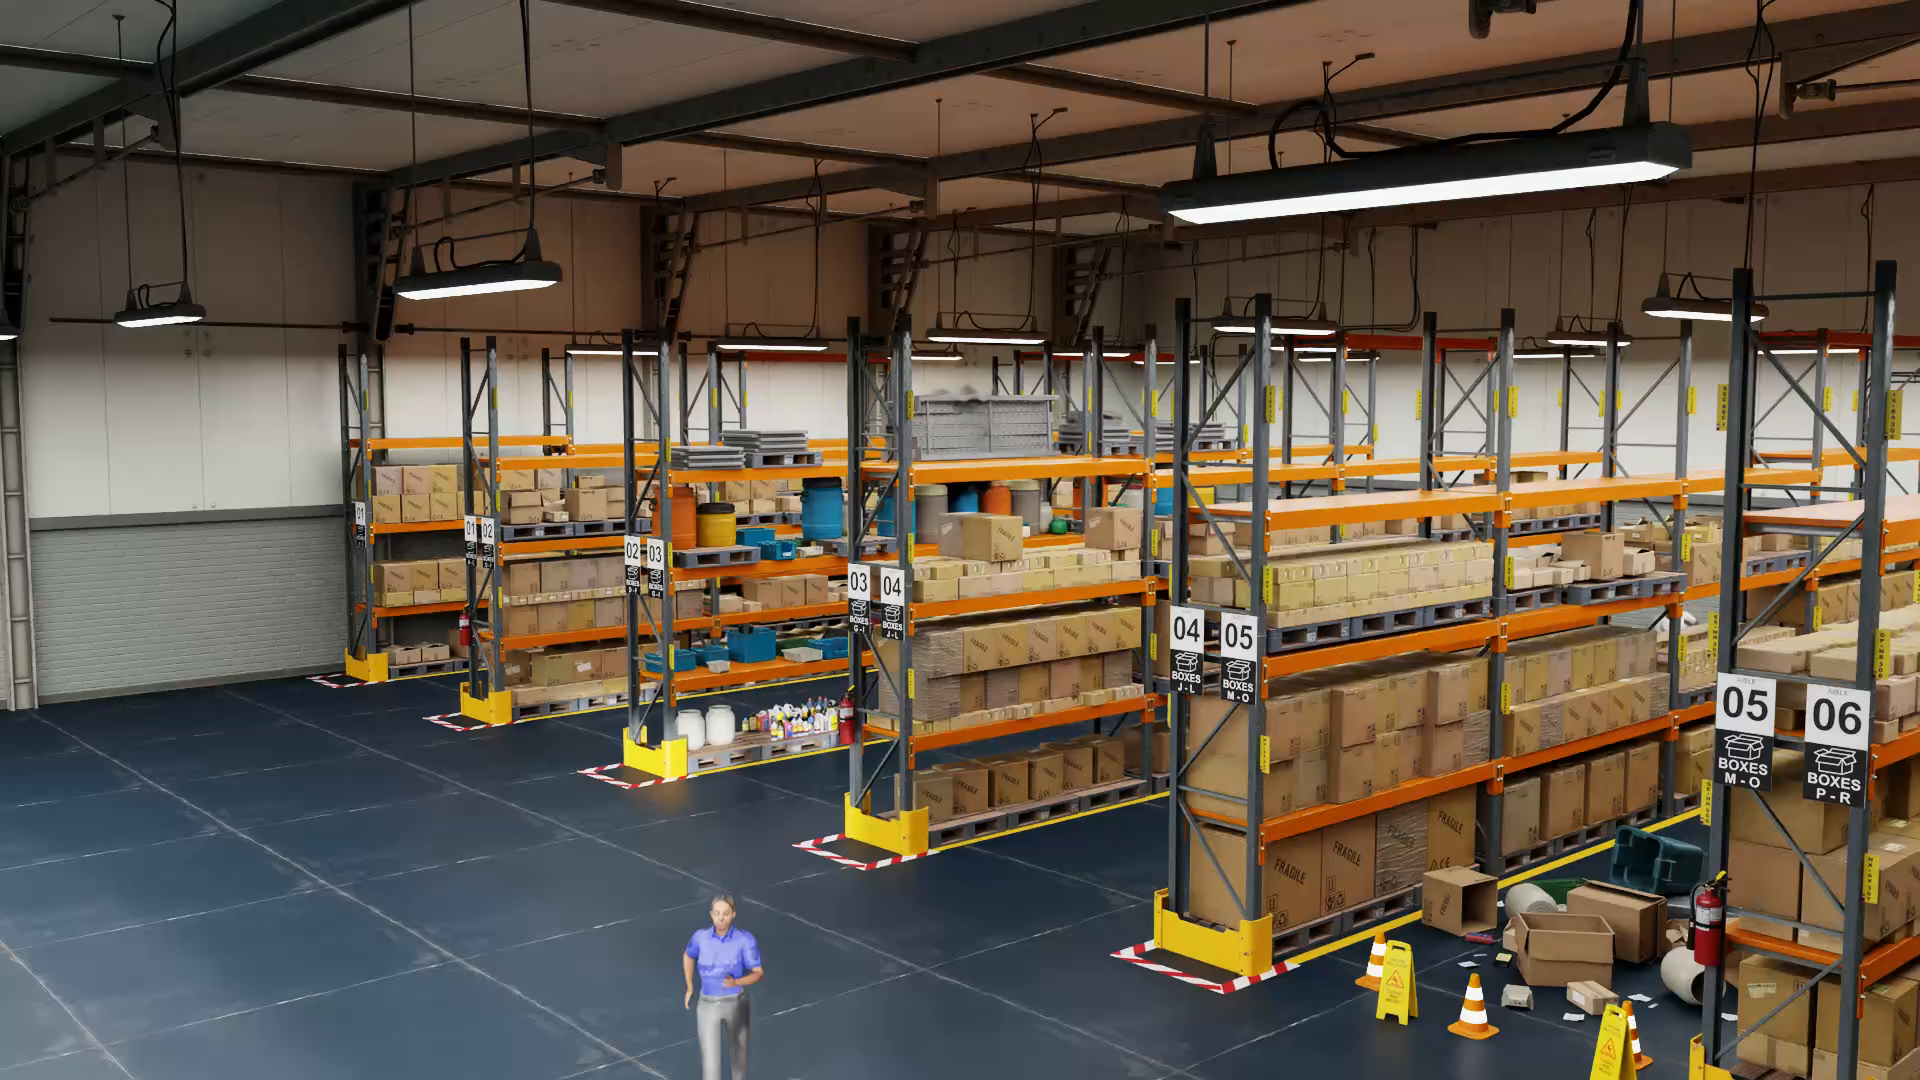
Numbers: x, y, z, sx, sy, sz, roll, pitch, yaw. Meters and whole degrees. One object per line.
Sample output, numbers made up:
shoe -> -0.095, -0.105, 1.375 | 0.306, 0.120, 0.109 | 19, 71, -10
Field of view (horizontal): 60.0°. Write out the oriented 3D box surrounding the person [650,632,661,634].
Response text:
person -> -5.480, 1.607, 30.547 | 0.577, 1.643, 0.752 | 4, 6, 35

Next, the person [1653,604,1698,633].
person -> 12.217, 1.798, 28.219 | 0.854, 1.665, 0.624 | 3, 6, 26

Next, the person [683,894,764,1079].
person -> -1.654, 3.282, 11.610 | 0.575, 1.644, 0.941 | 0, 5, -5
